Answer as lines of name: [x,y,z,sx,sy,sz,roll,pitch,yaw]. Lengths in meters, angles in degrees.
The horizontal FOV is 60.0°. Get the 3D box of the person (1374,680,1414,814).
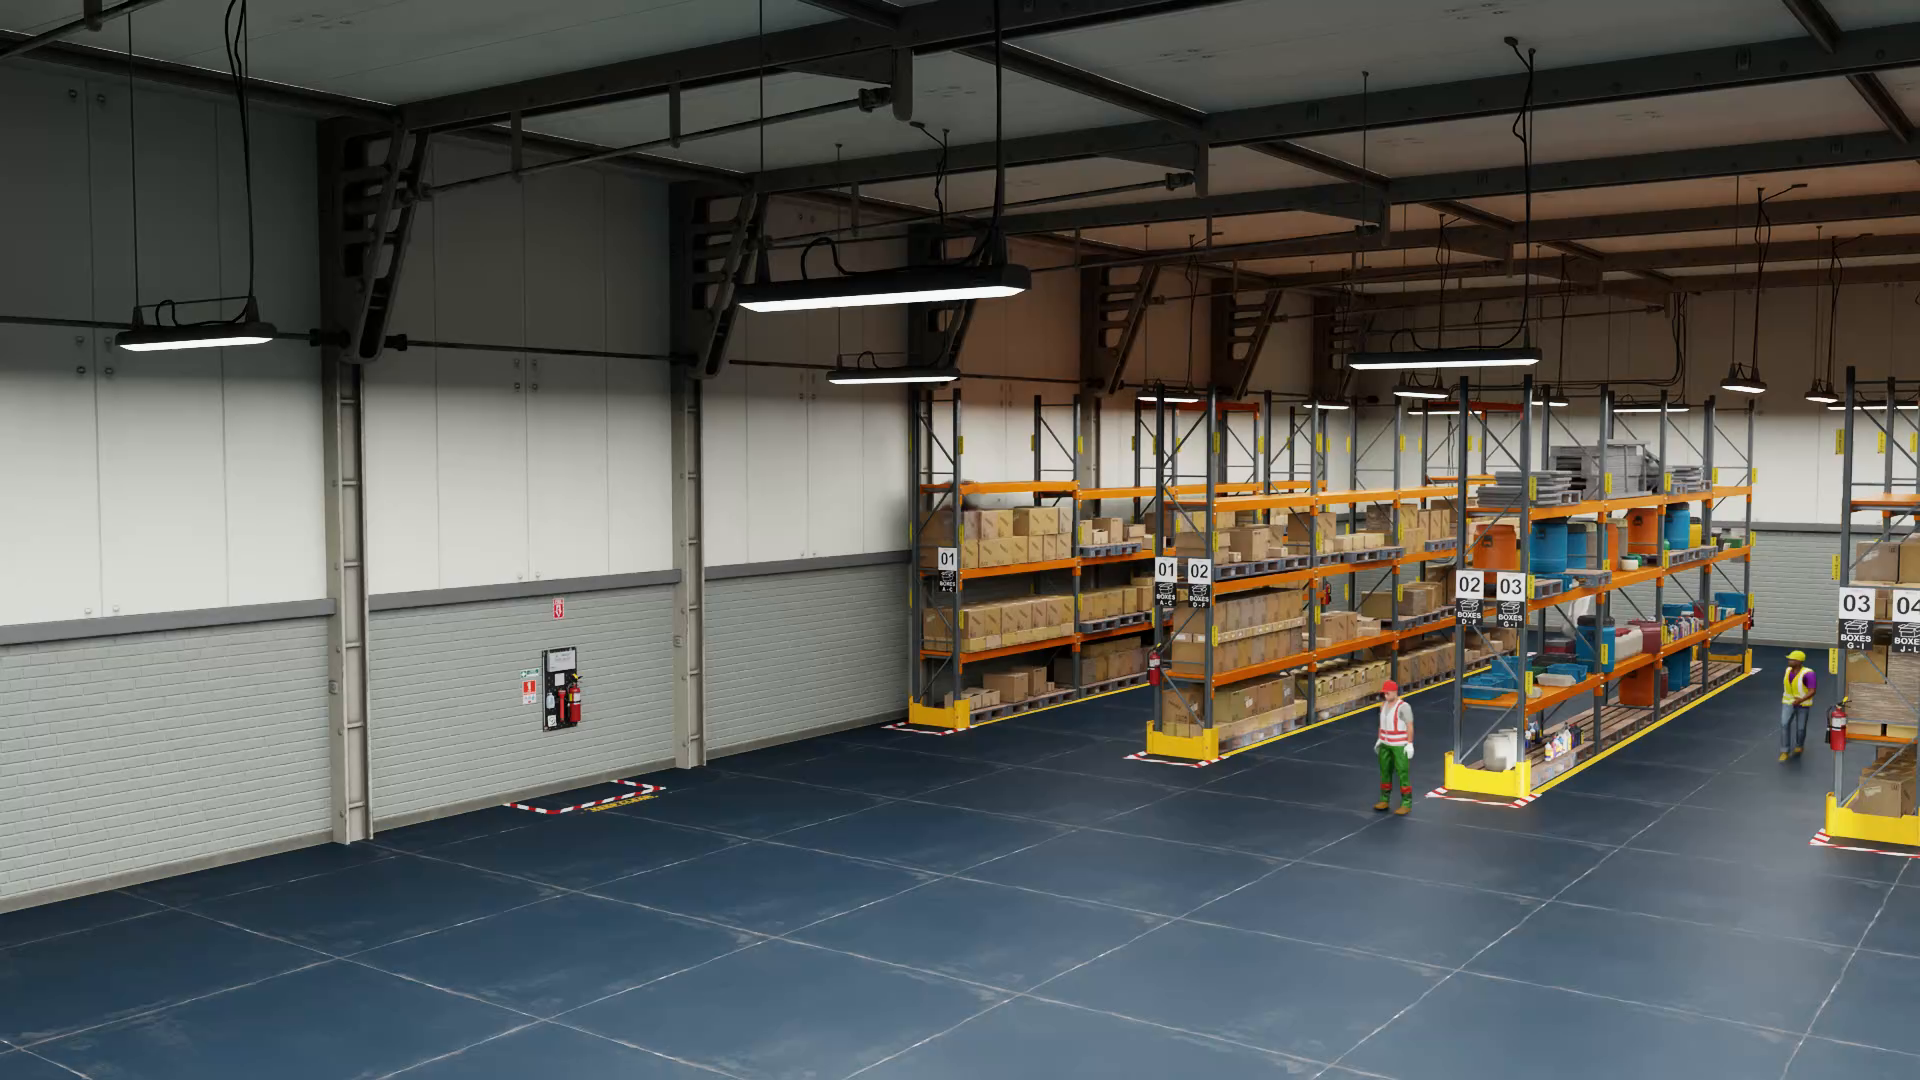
person: [5.898,2.808,22.723,0.393,1.782,0.619,-2,4,-31]

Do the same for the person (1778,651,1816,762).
person: [13.385,2.637,26.543,0.509,1.741,1.003,2,4,35]

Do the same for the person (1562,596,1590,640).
person: [14.614,1.869,39.488,0.500,1.792,0.630,0,3,-7]
